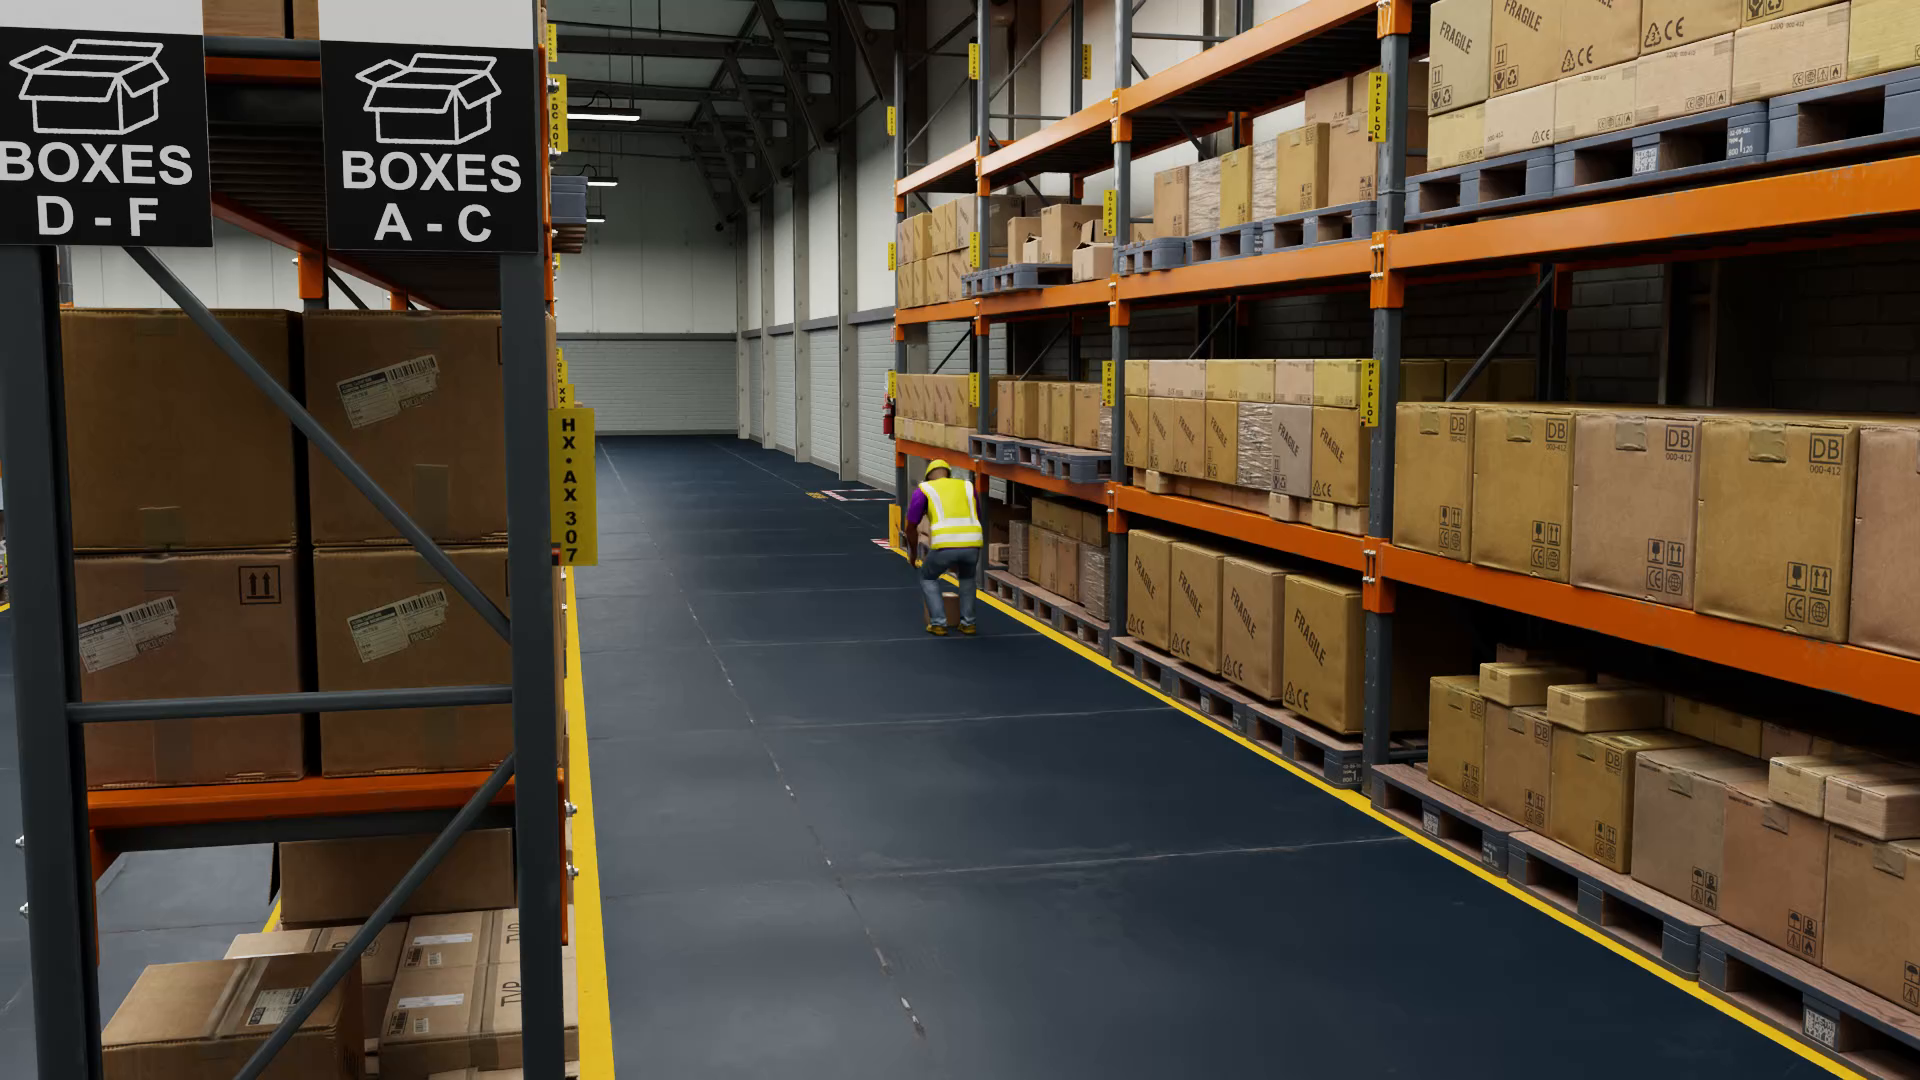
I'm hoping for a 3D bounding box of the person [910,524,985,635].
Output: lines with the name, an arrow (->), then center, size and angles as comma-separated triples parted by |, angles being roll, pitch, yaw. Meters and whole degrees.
person -> -0.126, 0.348, 13.674 | 0.546, 0.896, 0.904 | -1, 6, -14
